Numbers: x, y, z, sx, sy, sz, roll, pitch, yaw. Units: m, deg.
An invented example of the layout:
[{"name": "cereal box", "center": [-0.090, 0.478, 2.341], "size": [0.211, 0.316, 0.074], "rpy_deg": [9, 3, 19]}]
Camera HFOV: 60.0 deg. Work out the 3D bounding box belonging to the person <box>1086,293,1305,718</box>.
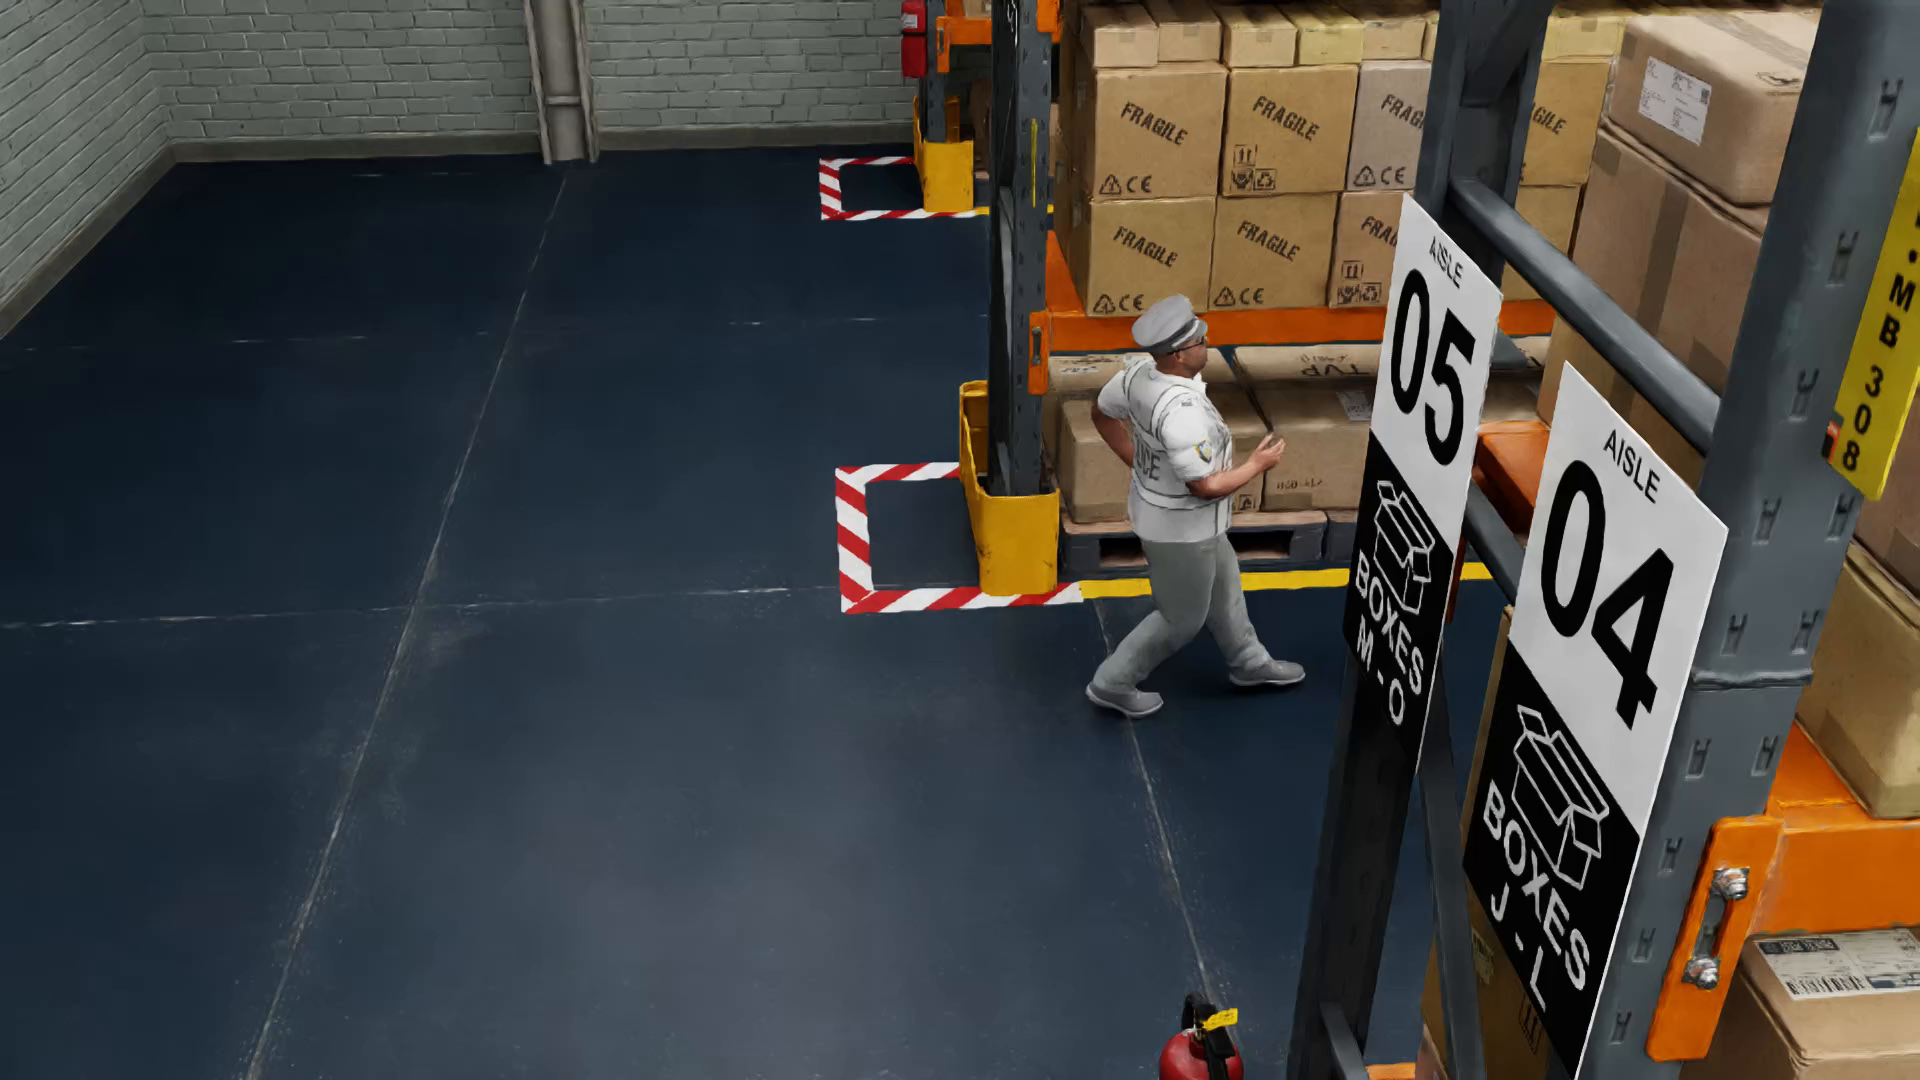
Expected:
[{"name": "person", "center": [0.958, -0.096, 6.264], "size": [0.922, 1.753, 0.611], "rpy_deg": [-1, 31, -2]}]
